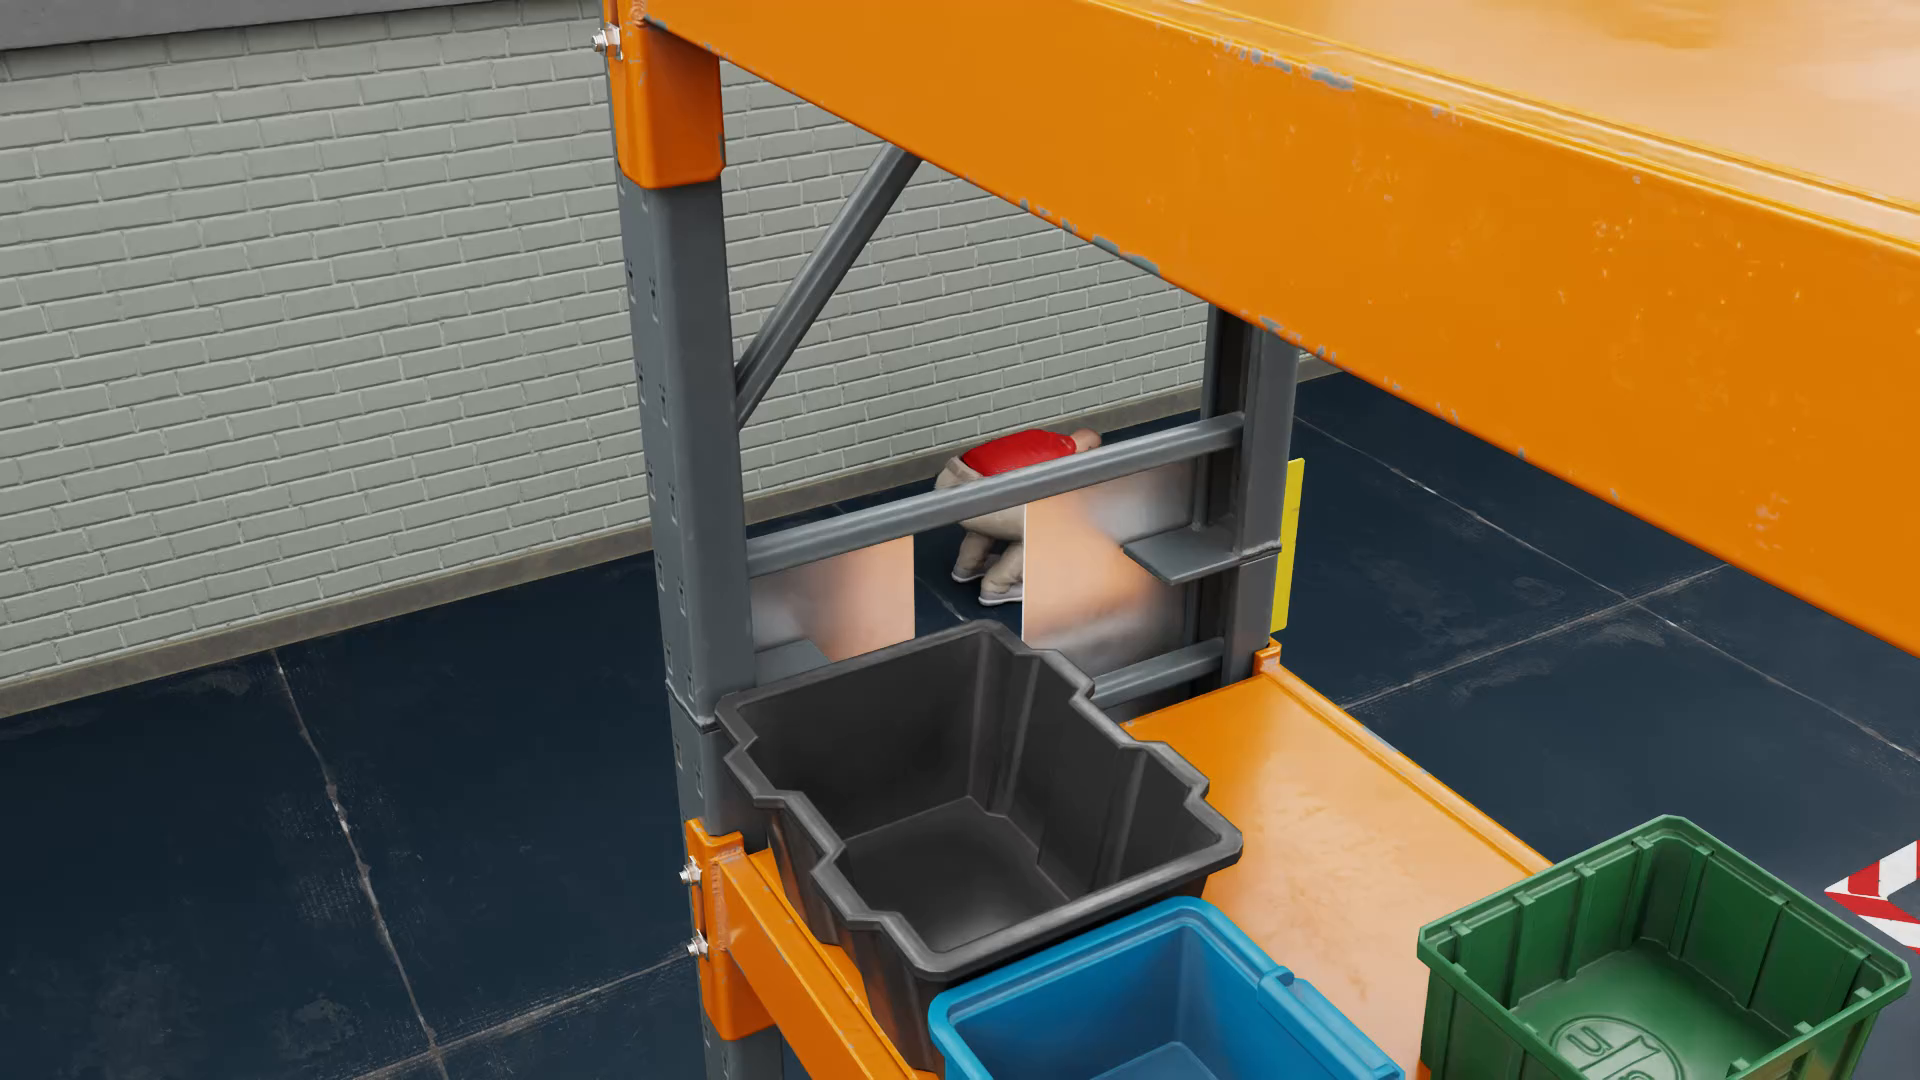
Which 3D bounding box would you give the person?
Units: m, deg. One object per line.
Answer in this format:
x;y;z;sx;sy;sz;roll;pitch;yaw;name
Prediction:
0.318;-0.142;8.401;0.954;0.805;0.536;-17;33;-28;person
